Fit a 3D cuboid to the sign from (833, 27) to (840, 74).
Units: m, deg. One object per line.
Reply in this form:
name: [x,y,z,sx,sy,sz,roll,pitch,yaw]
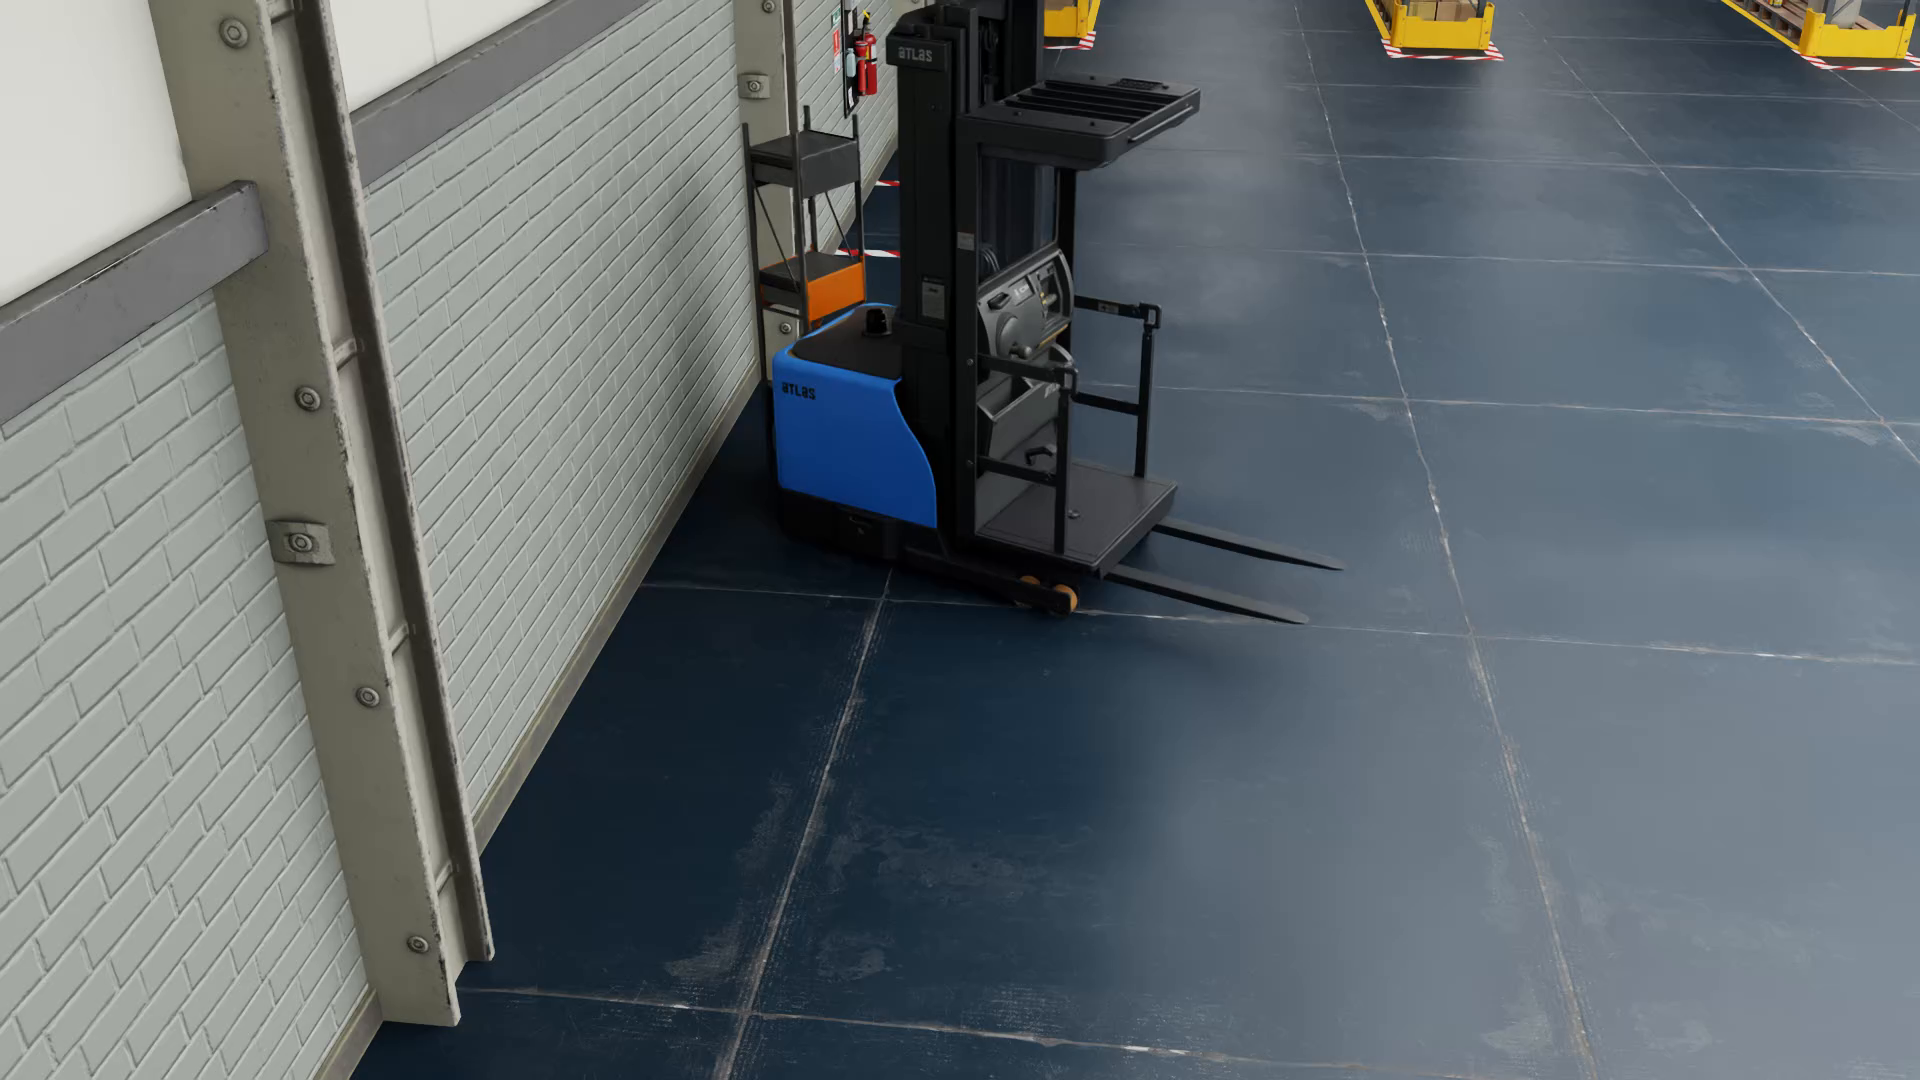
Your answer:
sign: [-0.988,-3.917,13.321,0.001,0.329,0.234,3,28,6]

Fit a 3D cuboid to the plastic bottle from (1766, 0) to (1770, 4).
plastic bottle: [10.711,-7.187,21.836,0.152,0.276,0.135,4,29,7]

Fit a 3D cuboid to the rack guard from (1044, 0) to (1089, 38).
rack guard: [1.040,-6.697,21.153,1.175,0.500,0.348,3,28,6]

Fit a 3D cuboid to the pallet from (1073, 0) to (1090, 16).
pallet: [1.175,-6.950,21.927,1.003,0.211,1.213,3,28,6]

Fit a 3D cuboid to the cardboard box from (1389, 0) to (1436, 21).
cardboard box: [5.720,-6.719,21.016,0.500,0.250,0.500,3,28,6]

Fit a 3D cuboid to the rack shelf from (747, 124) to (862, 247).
rack shelf: [-0.866,-1.981,9.255,0.431,0.518,0.480,20,34,34]

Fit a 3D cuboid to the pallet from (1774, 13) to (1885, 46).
pallet: [10.931,-6.378,20.867,1.003,0.211,1.213,3,28,6]

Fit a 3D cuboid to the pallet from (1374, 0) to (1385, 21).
pallet: [6.152,-7.183,22.360,1.003,0.211,1.213,3,28,6]

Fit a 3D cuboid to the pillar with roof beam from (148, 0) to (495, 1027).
pillar with roof beam: [2.325,-2.059,3.584,9.100,9.000,0.400,3,28,6]

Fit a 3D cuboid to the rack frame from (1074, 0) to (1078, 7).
rack frame: [1.031,-7.761,20.494,1.000,3.000,0.127,3,28,6]

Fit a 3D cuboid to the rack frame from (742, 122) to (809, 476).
rack frame: [-1.006,-1.282,9.408,0.400,2.100,0.015,20,34,34]

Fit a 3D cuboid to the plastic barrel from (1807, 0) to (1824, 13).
plastic barrel: [10.929,-6.825,20.937,0.421,0.512,0.421,0,28,0]

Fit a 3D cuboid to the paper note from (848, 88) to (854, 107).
paper note: [-0.908,-3.689,13.863,0.016,0.148,0.142,3,28,6]

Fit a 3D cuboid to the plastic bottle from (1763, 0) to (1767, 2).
plastic bottle: [10.728,-7.252,21.957,0.152,0.276,0.135,3,28,5]

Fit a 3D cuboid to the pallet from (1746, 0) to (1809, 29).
pallet: [11.083,-6.951,21.930,1.003,0.211,1.213,3,28,6]

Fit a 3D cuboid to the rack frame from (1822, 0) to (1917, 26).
rack frame: [10.863,-7.186,19.425,1.000,3.000,0.127,3,28,6]

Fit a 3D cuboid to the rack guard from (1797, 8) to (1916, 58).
rack guard: [10.826,-6.124,20.089,1.175,0.500,0.348,3,28,6]

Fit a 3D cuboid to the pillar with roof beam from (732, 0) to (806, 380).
pillar with roof beam: [3.060,-4.883,8.827,9.100,9.000,0.400,3,28,6]

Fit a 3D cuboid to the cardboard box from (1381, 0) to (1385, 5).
cardboard box: [5.829,-7.191,21.891,0.500,0.250,0.500,3,28,6]

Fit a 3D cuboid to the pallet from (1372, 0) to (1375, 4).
pallet: [6.299,-7.759,23.429,1.003,0.211,1.213,3,28,6]

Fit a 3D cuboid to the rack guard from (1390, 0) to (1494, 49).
rack guard: [5.945,-6.363,20.534,1.175,0.500,0.348,3,28,6]

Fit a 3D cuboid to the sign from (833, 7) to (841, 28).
sign: [-0.978,-4.152,13.198,0.001,0.109,0.331,3,28,6]

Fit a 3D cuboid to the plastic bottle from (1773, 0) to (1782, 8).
plastic bottle: [10.653,-7.037,21.636,0.097,0.201,0.097,0,28,0]

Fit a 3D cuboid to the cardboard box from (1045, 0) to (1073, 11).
cardboard box: [1.205,-7.092,21.622,0.500,0.311,0.500,0,28,0]

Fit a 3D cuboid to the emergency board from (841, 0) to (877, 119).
emergency board: [-0.818,-4.156,13.801,0.194,1.169,0.643,3,28,6]

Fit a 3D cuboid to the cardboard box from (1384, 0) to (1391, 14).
cardboard box: [5.769,-6.955,21.454,0.500,0.250,0.500,3,28,6]

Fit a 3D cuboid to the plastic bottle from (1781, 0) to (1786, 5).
plastic bottle: [10.817,-7.184,21.823,0.061,0.283,0.133,3,28,6]

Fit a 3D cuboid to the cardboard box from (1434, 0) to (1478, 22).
cardboard box: [6.234,-6.689,20.960,0.500,0.250,0.500,3,28,6]

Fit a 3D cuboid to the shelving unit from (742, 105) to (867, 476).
shelving unit: [-0.855,-1.374,9.576,0.431,2.100,0.503,20,34,34]

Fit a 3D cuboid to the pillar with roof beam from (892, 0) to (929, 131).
pillar with roof beam: [3.795,-7.708,14.069,9.100,9.000,0.400,3,28,6]

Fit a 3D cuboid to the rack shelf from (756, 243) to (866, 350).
rack shelf: [-0.855,-1.362,9.582,0.431,0.518,0.480,20,34,34]

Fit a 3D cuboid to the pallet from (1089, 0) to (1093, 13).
pallet: [1.327,-7.522,22.990,1.003,0.211,1.213,3,28,6]

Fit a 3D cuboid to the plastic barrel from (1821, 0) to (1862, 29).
plastic barrel: [10.868,-6.589,20.499,0.421,0.512,0.421,0,28,0]

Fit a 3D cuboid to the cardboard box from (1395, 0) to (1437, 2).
cardboard box: [5.718,-7.049,20.838,0.500,0.500,0.500,3,28,6]

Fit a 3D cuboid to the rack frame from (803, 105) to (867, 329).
rack frame: [-0.704,-1.466,9.744,0.400,2.100,0.015,20,34,34]

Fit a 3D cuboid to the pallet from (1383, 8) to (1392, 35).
pallet: [6.000,-6.610,21.297,1.003,0.211,1.213,3,28,6]

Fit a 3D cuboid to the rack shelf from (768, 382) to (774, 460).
rack shelf: [-0.844,-0.743,9.910,0.431,0.518,0.480,20,34,34]

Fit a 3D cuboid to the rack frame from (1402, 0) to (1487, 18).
rack frame: [5.948,-7.475,19.963,1.000,3.000,0.127,3,28,6]

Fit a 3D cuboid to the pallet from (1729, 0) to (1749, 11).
pallet: [11.230,-7.527,22.999,1.003,0.211,1.213,3,28,6]

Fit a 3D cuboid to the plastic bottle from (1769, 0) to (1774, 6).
plastic bottle: [10.649,-7.129,21.721,0.061,0.283,0.133,4,29,7]

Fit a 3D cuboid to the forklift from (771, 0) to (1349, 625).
forklift: [0.517,-1.181,8.351,3.031,2.935,1.130,15,32,26]
